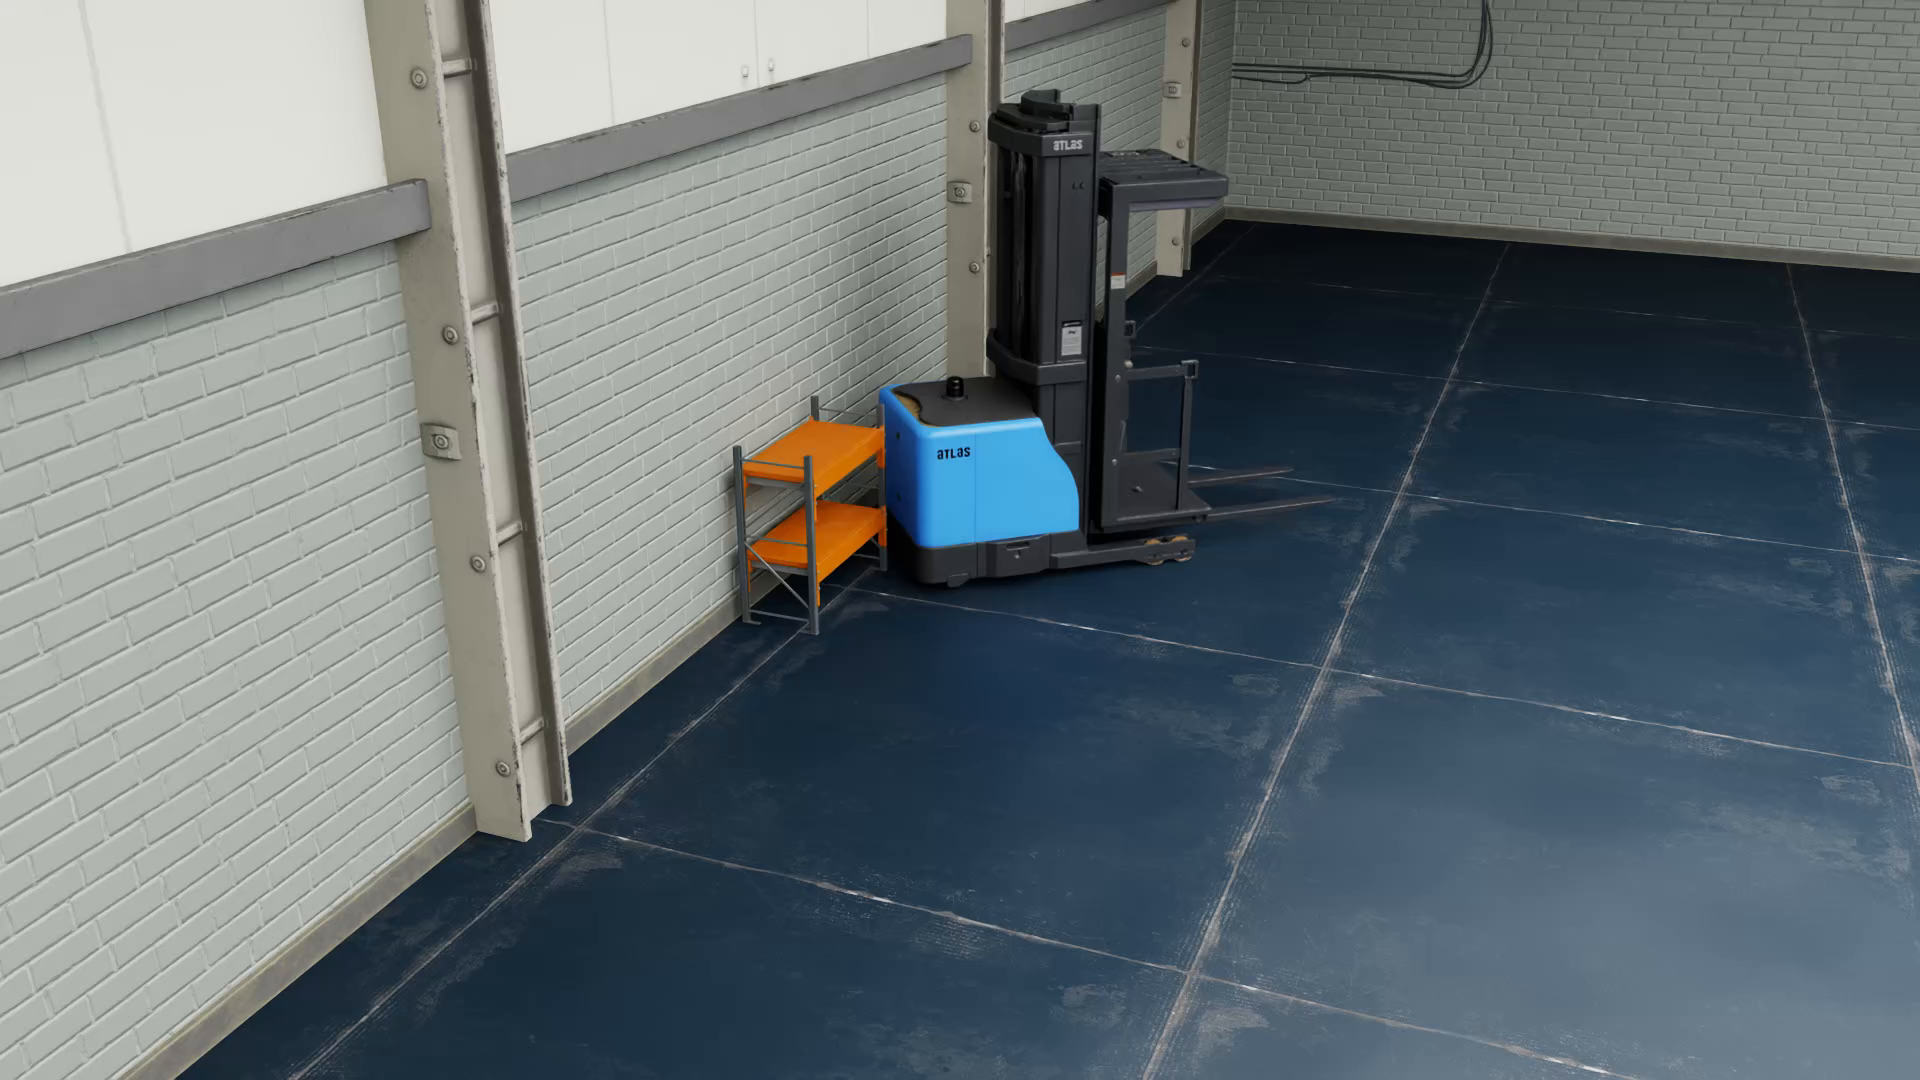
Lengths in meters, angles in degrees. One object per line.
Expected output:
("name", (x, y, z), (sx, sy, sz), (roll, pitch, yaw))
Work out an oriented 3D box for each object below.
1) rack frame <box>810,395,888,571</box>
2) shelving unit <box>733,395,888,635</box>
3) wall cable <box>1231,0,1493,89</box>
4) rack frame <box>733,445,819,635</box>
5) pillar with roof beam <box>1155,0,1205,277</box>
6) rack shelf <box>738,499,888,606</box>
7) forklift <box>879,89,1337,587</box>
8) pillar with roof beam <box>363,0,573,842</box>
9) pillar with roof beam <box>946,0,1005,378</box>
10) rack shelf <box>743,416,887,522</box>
("rack frame", (-0.707, -0.357, 10.645), (0.500, 1.125, 0.032), (9, 24, 20))
("shelving unit", (-0.893, -0.175, 10.208), (0.538, 1.125, 1.048), (9, 24, 20))
("wall cable", (4.661, -6.547, 19.277), (3.097, 2.526, 0.112), (9, 24, 20))
("rack frame", (-1.079, 0.008, 9.772), (0.500, 1.125, 0.032), (9, 24, 20))
("pillar with roof beam", (6.336, -6.499, 15.132), (9.100, 9.000, 0.400), (9, 24, 20))
("rack shelf", (-0.893, 0.051, 10.303), (0.538, 0.278, 1.000), (9, 24, 20))
("forklift", (1.031, -1.372, 10.731), (3.031, 2.935, 1.130), (-7, 24, -16))
("pillar with roof beam", (1.879, -2.204, 4.852), (9.100, 9.000, 0.400), (9, 24, 20))
("pillar with roof beam", (4.108, -4.351, 9.992), (9.100, 9.000, 0.400), (9, 24, 20))
("rack shelf", (-0.893, -0.445, 10.096), (0.538, 0.278, 1.000), (9, 24, 20))
